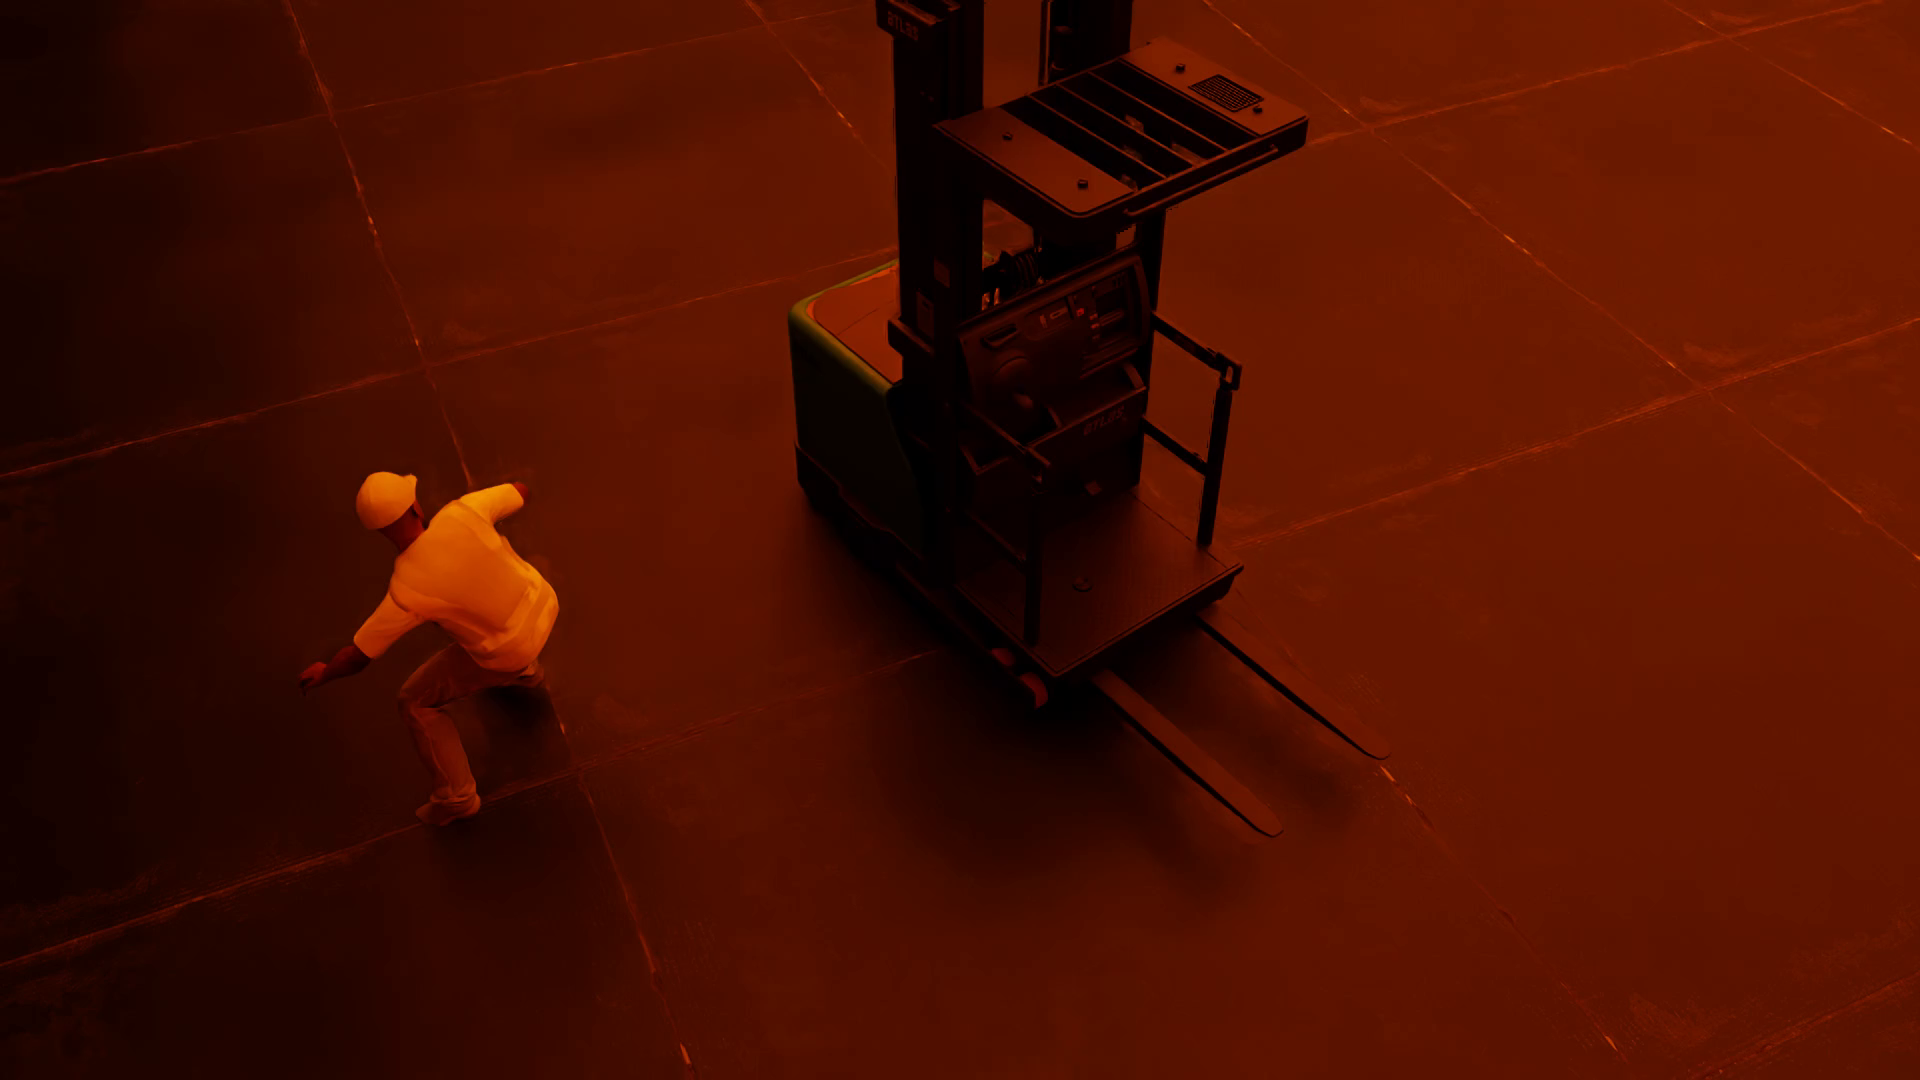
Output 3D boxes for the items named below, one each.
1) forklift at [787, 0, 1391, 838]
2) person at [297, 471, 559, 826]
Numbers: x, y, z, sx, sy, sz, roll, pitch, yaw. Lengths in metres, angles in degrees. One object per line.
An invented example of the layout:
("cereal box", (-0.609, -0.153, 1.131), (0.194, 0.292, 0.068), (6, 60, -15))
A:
("forklift", (0.517, -0.736, 6.469), (1.130, 2.935, 3.031), (-28, 50, -27))
("person", (-2.022, 0.316, 6.436), (0.863, 1.520, 0.872), (12, 44, 13))
